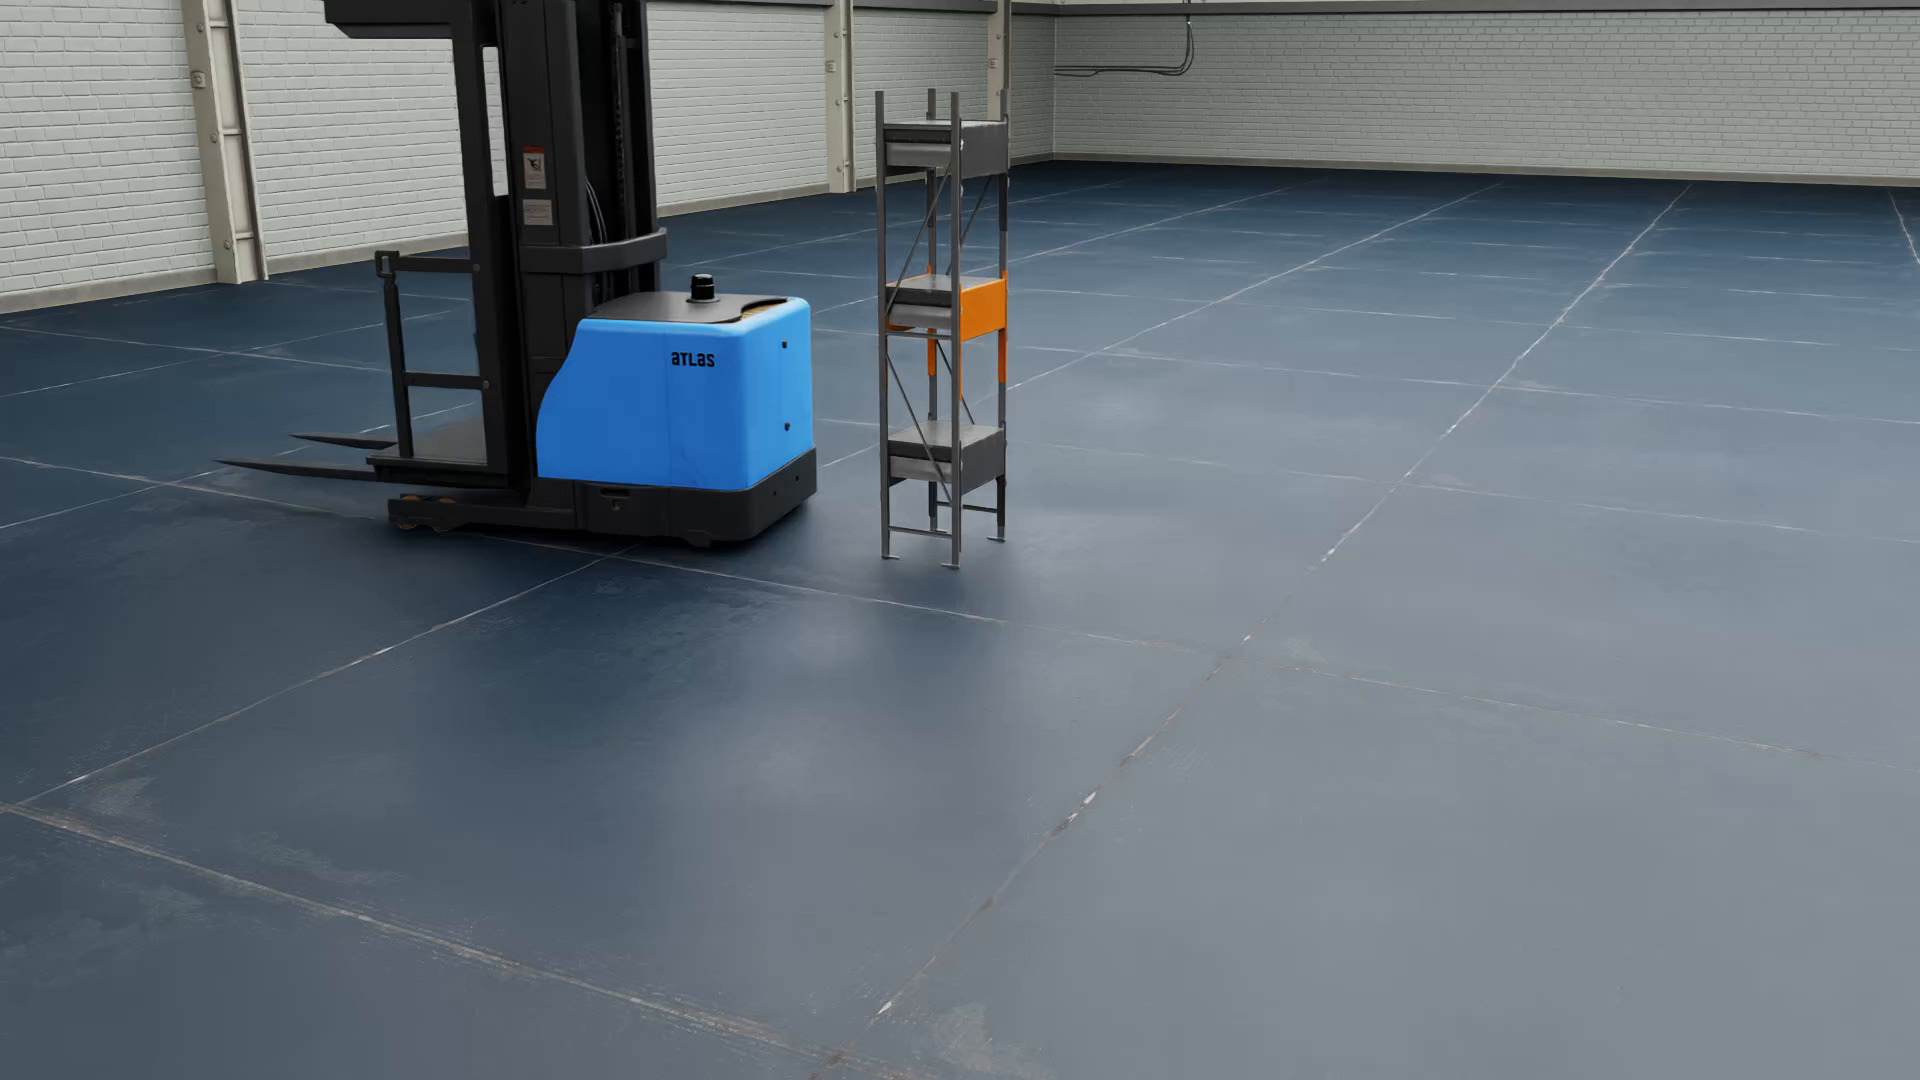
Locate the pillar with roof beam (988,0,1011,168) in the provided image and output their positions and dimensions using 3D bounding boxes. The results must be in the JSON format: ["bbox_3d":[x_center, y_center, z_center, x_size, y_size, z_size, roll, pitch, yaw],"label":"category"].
[{"bbox_3d":[4.603,-10.987,29.211,9.100,9.000,0.400,8,18,25],"label":"pillar with roof beam"}]

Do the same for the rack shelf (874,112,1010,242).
[{"bbox_3d":[-0.074,-1.622,7.388,0.431,0.518,0.480,8,18,25],"label":"rack shelf"}]

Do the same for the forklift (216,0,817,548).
[{"bbox_3d":[-2.316,-1.581,8.200,3.031,2.935,1.130,4,17,15],"label":"forklift"}]

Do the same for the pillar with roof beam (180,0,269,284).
[{"bbox_3d":[-3.440,-6.402,13.775,9.100,9.000,0.400,8,18,25],"label":"pillar with roof beam"}]

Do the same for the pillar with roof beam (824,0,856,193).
[{"bbox_3d":[1.922,-9.459,24.066,9.100,9.000,0.400,8,18,25],"label":"pillar with roof beam"}]

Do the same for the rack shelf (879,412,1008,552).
[{"bbox_3d":[-0.074,-0.280,7.787,0.431,0.518,0.480,8,18,25],"label":"rack shelf"}]

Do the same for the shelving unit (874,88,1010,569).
[{"bbox_3d":[-0.074,-0.964,7.583,0.431,2.100,0.503,8,18,25],"label":"shelving unit"}]

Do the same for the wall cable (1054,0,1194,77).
[{"bbox_3d":[3.251,-10.629,33.458,3.097,2.526,0.112,8,18,25],"label":"wall cable"}]

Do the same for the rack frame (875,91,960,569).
[{"bbox_3d":[-0.183,-0.902,7.374,0.400,2.100,0.015,8,18,25],"label":"rack frame"}]

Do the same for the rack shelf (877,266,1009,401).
[{"bbox_3d":[-0.074,-0.951,7.587,0.431,0.518,0.480,8,18,25],"label":"rack shelf"}]

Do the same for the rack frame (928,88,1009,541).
[{"bbox_3d":[0.035,-1.027,7.793,0.400,2.100,0.015,8,18,25],"label":"rack frame"}]
